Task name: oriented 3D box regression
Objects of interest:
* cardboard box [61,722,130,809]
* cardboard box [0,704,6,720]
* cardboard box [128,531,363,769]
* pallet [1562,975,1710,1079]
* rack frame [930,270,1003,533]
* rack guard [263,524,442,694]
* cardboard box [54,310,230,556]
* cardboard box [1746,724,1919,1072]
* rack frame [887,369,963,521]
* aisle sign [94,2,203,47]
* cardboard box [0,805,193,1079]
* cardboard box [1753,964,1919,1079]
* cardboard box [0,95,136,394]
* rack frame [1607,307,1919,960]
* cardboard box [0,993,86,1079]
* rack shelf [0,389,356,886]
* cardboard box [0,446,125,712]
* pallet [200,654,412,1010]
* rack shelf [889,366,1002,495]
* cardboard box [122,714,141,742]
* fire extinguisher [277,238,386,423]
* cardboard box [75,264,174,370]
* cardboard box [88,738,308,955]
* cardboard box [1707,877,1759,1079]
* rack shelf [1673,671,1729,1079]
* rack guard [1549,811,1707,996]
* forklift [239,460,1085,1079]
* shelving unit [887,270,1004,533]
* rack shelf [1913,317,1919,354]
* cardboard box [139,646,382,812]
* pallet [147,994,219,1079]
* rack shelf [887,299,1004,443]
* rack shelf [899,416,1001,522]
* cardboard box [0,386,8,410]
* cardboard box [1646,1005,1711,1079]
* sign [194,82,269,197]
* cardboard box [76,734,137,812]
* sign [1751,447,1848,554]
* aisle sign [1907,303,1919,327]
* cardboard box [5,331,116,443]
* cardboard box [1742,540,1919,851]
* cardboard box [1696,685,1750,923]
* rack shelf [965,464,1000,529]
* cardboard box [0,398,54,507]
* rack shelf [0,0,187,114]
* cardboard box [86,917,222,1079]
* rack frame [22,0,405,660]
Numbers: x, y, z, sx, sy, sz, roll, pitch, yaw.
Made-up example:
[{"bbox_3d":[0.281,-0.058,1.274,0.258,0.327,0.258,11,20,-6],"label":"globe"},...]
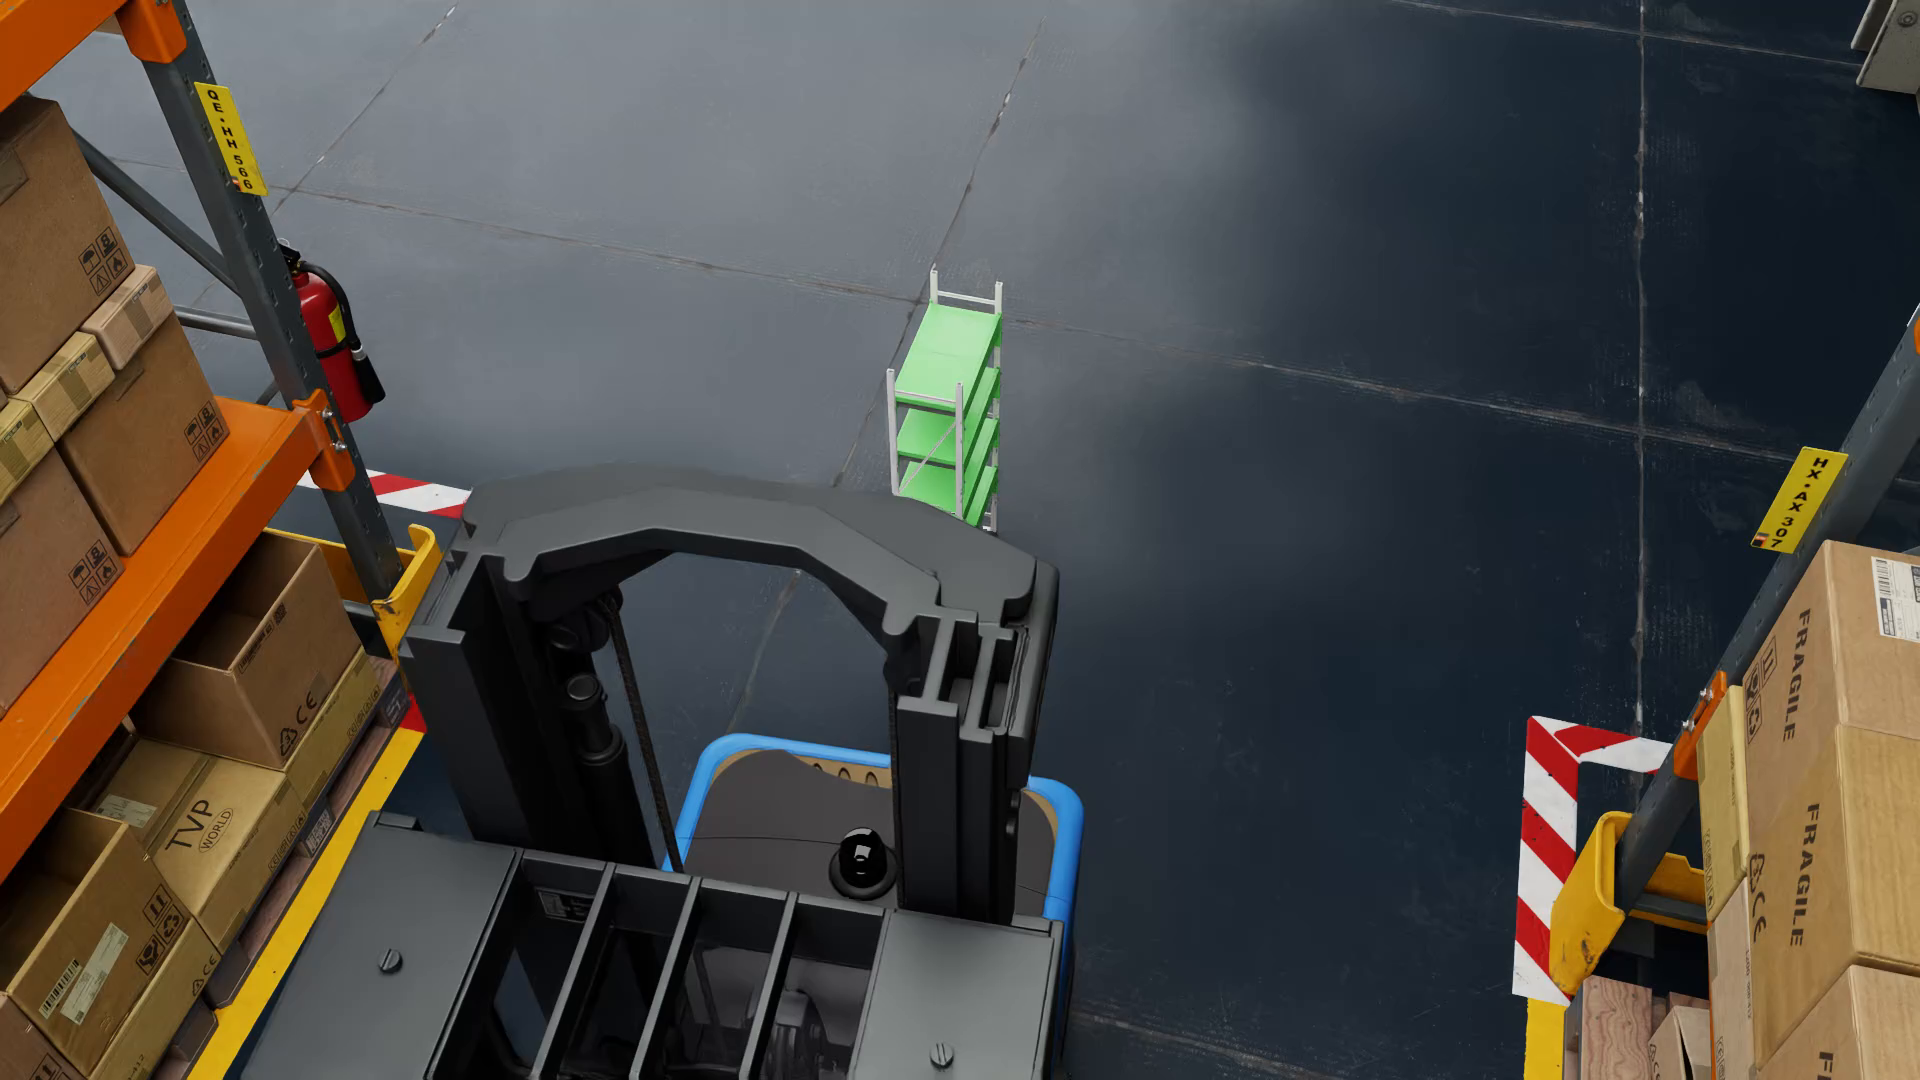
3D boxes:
[{"bbox_3d":[-2.850,0.562,4.807,0.500,0.500,0.500,12,50,10],"label":"cardboard box"},{"bbox_3d":[-2.770,0.374,3.853,0.700,0.500,0.500,12,50,10],"label":"cardboard box"},{"bbox_3d":[-2.219,0.302,5.036,0.500,0.500,0.500,12,50,10],"label":"cardboard box"},{"bbox_3d":[2.147,1.866,4.462,1.003,0.211,1.213,12,50,10],"label":"pallet"},{"bbox_3d":[0.021,-0.454,5.850,0.240,1.200,0.015,12,50,10],"label":"rack frame"},{"bbox_3d":[-2.359,0.143,5.791,1.175,0.500,0.348,12,50,10],"label":"rack guard"},{"bbox_3d":[-2.500,-0.365,4.505,0.700,0.500,0.500,12,50,10],"label":"cardboard box"},{"bbox_3d":[1.860,0.744,3.179,0.500,0.500,0.500,12,50,10],"label":"cardboard box"},{"bbox_3d":[-0.108,-0.101,5.539,0.240,1.200,0.015,12,50,10],"label":"rack frame"},{"bbox_3d":[-2.064,-1.517,3.854,0.394,0.787,0.004,12,50,10],"label":"aisle sign"},{"bbox_3d":[-2.468,1.028,4.395,0.500,0.500,0.500,12,50,10],"label":"cardboard box"},{"bbox_3d":[1.718,1.117,2.850,0.500,0.500,0.500,10,49,9],"label":"cardboard box"},{"bbox_3d":[-2.514,-0.756,3.985,0.700,0.500,0.500,12,50,10],"label":"cardboard box"},{"bbox_3d":[2.415,0.308,3.978,1.000,3.000,0.127,12,50,10],"label":"rack frame"},{"bbox_3d":[-2.601,1.390,4.076,0.500,0.500,0.500,12,50,10],"label":"cardboard box"},{"bbox_3d":[-2.891,1.018,3.831,1.077,0.370,4.000,12,50,10],"label":"rack shelf"},{"bbox_3d":[-2.634,0.016,4.169,0.700,0.500,0.500,13,50,11],"label":"cardboard box"},{"bbox_3d":[-2.526,0.817,5.388,1.003,0.211,1.213,12,50,10],"label":"pallet"},{"bbox_3d":[-0.044,-0.394,5.562,0.258,0.148,0.480,12,50,10],"label":"rack shelf"},{"bbox_3d":[-2.721,0.448,5.408,0.500,0.250,0.500,12,50,10],"label":"cardboard box"},{"bbox_3d":[-1.886,-0.635,4.862,0.296,0.674,0.183,12,50,10],"label":"fire extinguisher"},{"bbox_3d":[-2.282,-0.601,4.280,0.380,0.149,0.250,11,49,9],"label":"cardboard box"},{"bbox_3d":[-2.341,0.914,4.997,0.500,0.250,0.500,12,50,10],"label":"cardboard box"},{"bbox_3d":[1.857,1.019,3.436,0.500,0.250,0.500,10,49,9],"label":"cardboard box"},{"bbox_3d":[1.889,1.992,2.971,1.077,0.370,4.000,12,50,10],"label":"rack shelf"},{"bbox_3d":[2.395,1.190,4.866,1.175,0.500,0.348,12,50,10],"label":"rack guard"},{"bbox_3d":[-0.432,1.392,3.066,1.130,2.935,3.031,8,49,7],"label":"forklift"},{"bbox_3d":[-0.044,-0.277,5.694,0.258,1.200,0.503,12,50,10],"label":"shelving unit"},{"bbox_3d":[1.889,1.000,1.846,1.077,0.370,4.000,12,50,10],"label":"rack shelf"},{"bbox_3d":[-2.221,0.550,5.318,0.500,0.250,0.500,12,50,10],"label":"cardboard box"},{"bbox_3d":[-2.849,1.697,4.612,1.003,0.211,1.213,12,50,10],"label":"pallet"},{"bbox_3d":[-0.044,-0.553,5.383,0.258,0.148,0.480,12,50,10],"label":"rack shelf"},{"bbox_3d":[-0.044,-0.235,5.742,0.258,0.148,0.480,12,50,10],"label":"rack shelf"},{"bbox_3d":[-2.647,-0.375,3.648,0.700,0.500,0.500,10,49,9],"label":"cardboard box"},{"bbox_3d":[2.146,1.535,4.395,0.500,0.311,0.500,7,49,6],"label":"cardboard box"},{"bbox_3d":[-1.845,-1.012,4.212,0.100,0.325,0.005,12,50,10],"label":"sign"},{"bbox_3d":[-2.849,0.810,5.088,0.500,0.250,0.500,12,50,10],"label":"cardboard box"},{"bbox_3d":[1.892,-0.086,3.748,0.100,0.325,0.005,12,50,10],"label":"sign"},{"bbox_3d":[2.145,-0.664,3.101,0.394,0.787,0.004,12,50,10],"label":"aisle sign"},{"bbox_3d":[-2.349,-0.411,4.113,0.380,0.149,0.250,13,50,11],"label":"cardboard box"},{"bbox_3d":[2.000,0.389,3.493,0.500,0.500,0.500,12,50,10],"label":"cardboard box"},{"bbox_3d":[1.980,0.641,3.770,0.500,0.250,0.500,10,49,9],"label":"cardboard box"},{"bbox_3d":[-0.044,-0.076,5.922,0.258,0.148,0.480,12,50,10],"label":"rack shelf"},{"bbox_3d":[-2.416,-0.226,3.950,0.380,0.149,0.250,11,49,9],"label":"cardboard box"},{"bbox_3d":[-2.891,0.025,2.706,1.077,0.370,4.000,12,50,10],"label":"rack shelf"},{"bbox_3d":[-2.471,1.276,4.677,0.500,0.250,0.500,12,50,10],"label":"cardboard box"},{"bbox_3d":[-2.365,-0.667,4.838,1.000,3.000,0.127,12,50,10],"label":"rack frame"}]
